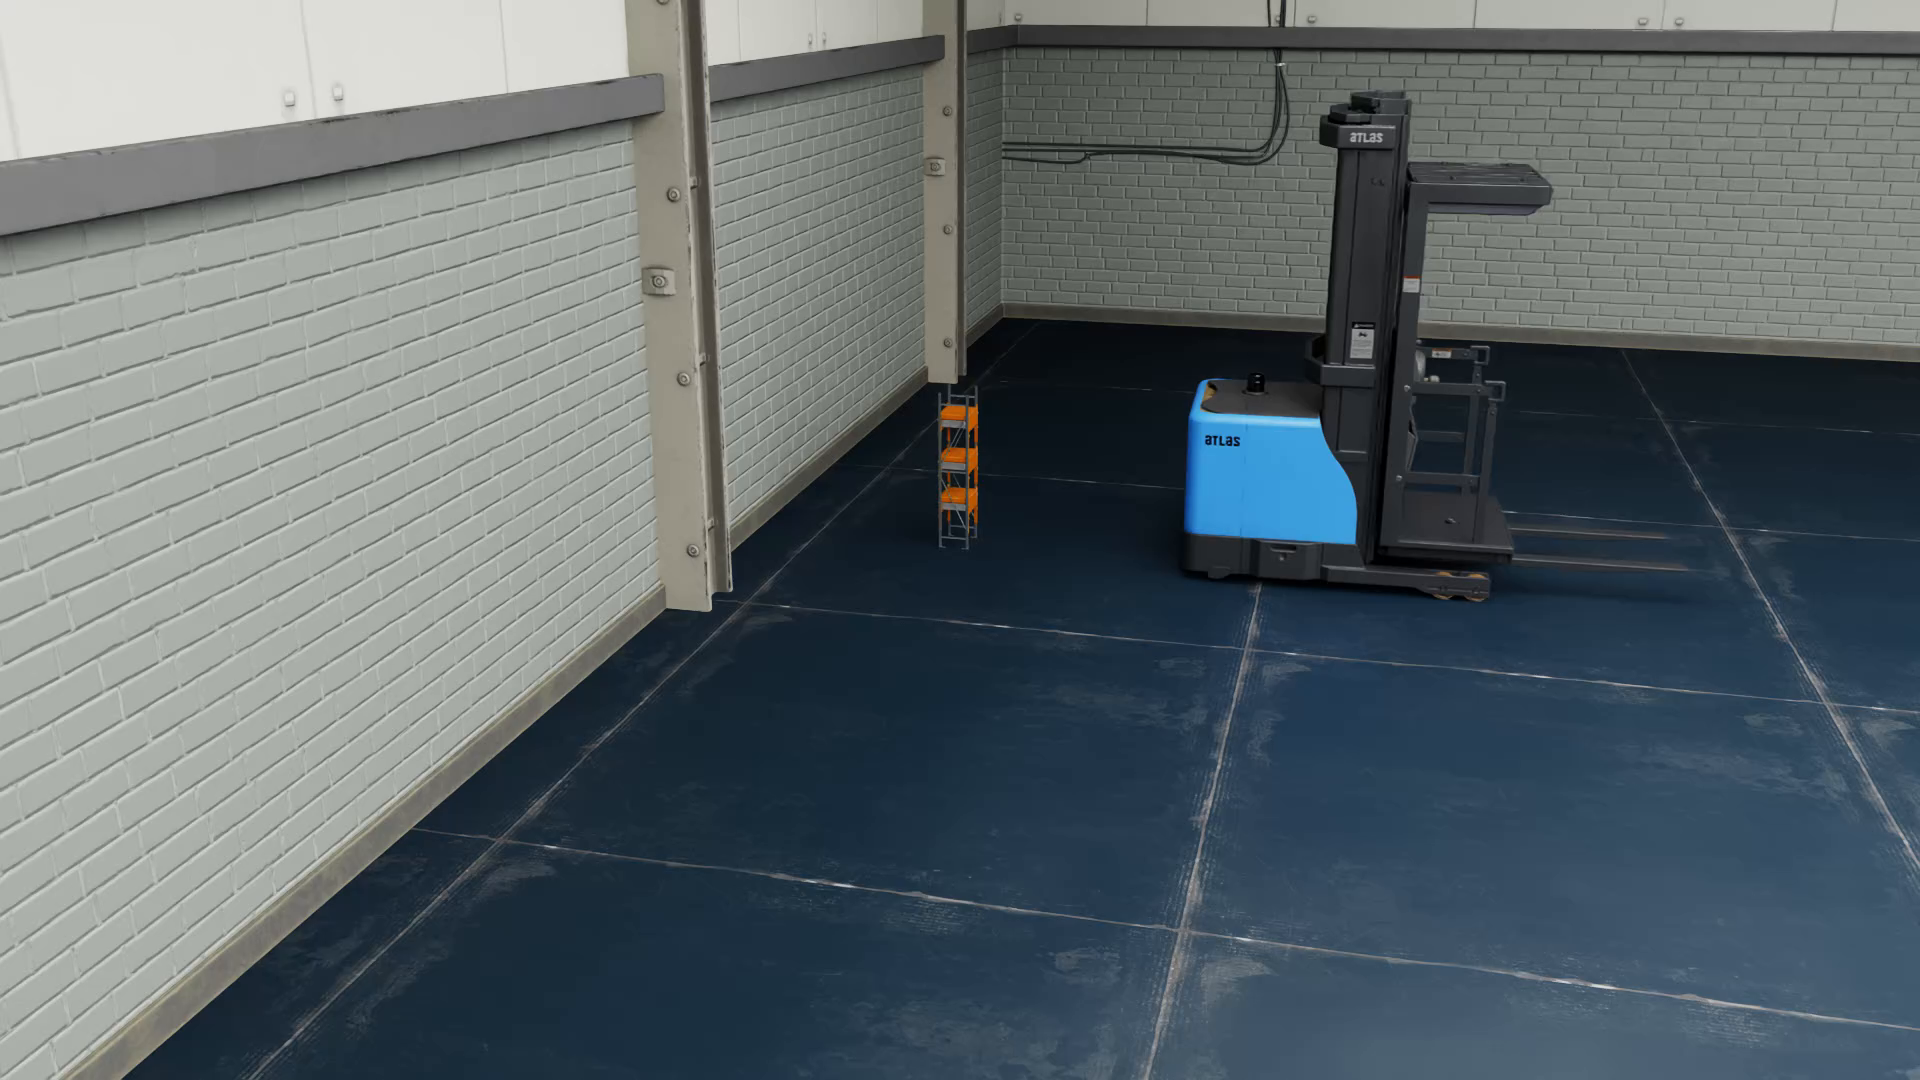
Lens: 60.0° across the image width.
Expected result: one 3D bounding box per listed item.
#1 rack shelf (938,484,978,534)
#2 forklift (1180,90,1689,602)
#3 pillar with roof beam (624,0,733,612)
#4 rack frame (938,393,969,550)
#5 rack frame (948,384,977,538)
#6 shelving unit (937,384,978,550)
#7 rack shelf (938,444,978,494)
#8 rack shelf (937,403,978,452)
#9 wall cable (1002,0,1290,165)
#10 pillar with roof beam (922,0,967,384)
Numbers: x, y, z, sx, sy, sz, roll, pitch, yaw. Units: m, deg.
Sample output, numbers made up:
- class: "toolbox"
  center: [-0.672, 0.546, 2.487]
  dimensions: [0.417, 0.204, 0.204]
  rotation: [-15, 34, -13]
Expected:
- class: "rack shelf"
  center: [-0.013, -0.207, 11.062]
  dimensions: [0.215, 0.259, 0.240]
  rotation: [5, 19, 13]
- class: "forklift"
  center: [2.957, -1.199, 10.165]
  dimensions: [3.031, 2.935, 1.130]
  rotation: [4, 19, 11]
- class: "pillar with roof beam"
  center: [2.573, -3.563, 7.697]
  dimensions: [9.100, 9.000, 0.400]
  rotation: [5, 19, 13]
- class: "rack frame"
  center: [-0.043, -0.442, 10.857]
  dimensions: [0.200, 1.050, 0.008]
  rotation: [5, 19, 13]
- class: "rack frame"
  center: [0.017, -0.518, 11.081]
  dimensions: [0.200, 1.050, 0.008]
  rotation: [5, 19, 13]
- class: "shelving unit"
  center: [-0.013, -0.480, 10.969]
  dimensions: [0.215, 1.050, 0.252]
  rotation: [5, 19, 13]
- class: "rack shelf"
  center: [-0.013, -0.470, 10.972]
  dimensions: [0.215, 0.259, 0.240]
  rotation: [5, 19, 13]
- class: "rack shelf"
  center: [-0.013, -0.739, 10.880]
  dimensions: [0.215, 0.259, 0.240]
  rotation: [5, 19, 13]
- class: "wall cable"
  center: [1.867, -5.133, 17.097]
  dimensions: [3.097, 2.526, 0.112]
  rotation: [5, 19, 13]
- class: "pillar with roof beam"
  center: [4.039, -5.443, 13.202]
  dimensions: [9.100, 9.000, 0.400]
  rotation: [5, 19, 13]
